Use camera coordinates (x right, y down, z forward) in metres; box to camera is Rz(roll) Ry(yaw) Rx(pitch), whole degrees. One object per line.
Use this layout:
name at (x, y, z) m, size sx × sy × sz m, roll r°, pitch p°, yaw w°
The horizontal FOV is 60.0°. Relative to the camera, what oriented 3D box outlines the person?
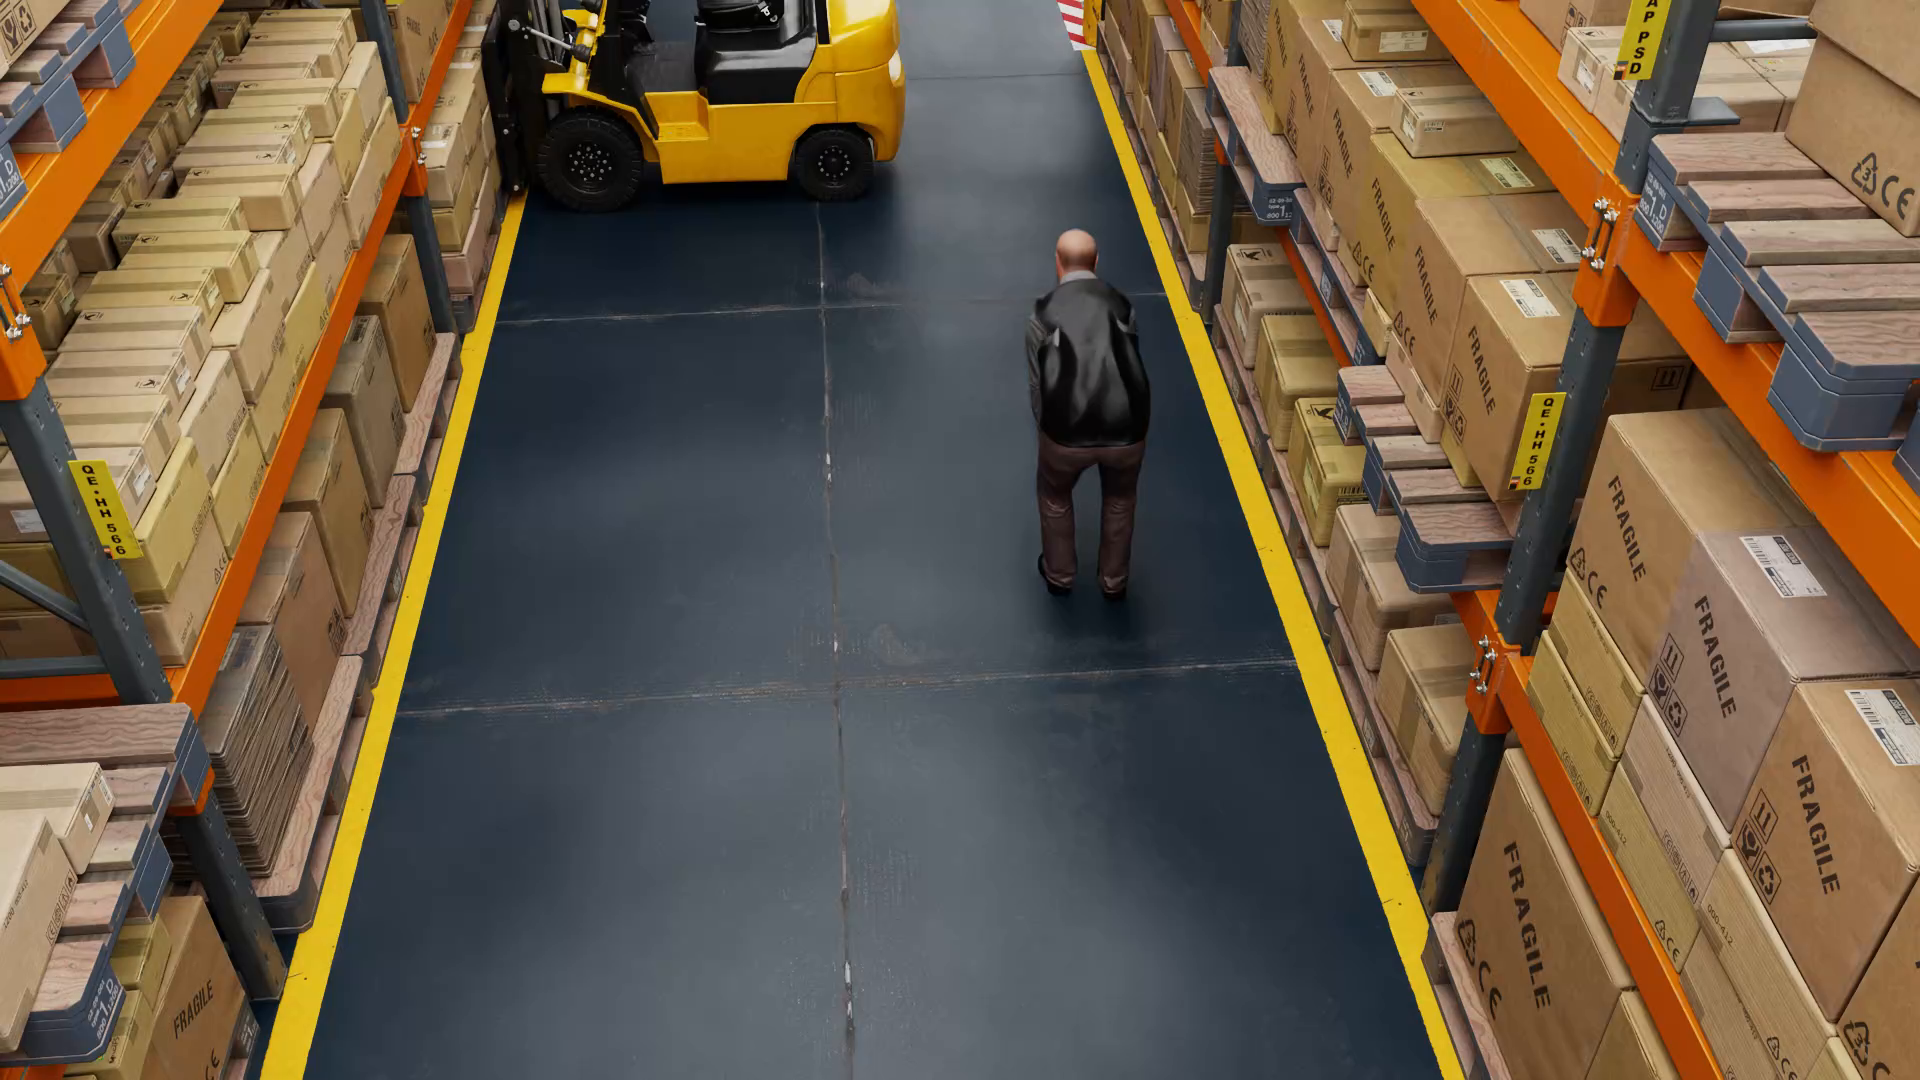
person at (0.509, -0.487, 6.970) m, size 0.468 × 1.486 × 0.800 m, roll -4°, pitch 39°, yaw -5°
